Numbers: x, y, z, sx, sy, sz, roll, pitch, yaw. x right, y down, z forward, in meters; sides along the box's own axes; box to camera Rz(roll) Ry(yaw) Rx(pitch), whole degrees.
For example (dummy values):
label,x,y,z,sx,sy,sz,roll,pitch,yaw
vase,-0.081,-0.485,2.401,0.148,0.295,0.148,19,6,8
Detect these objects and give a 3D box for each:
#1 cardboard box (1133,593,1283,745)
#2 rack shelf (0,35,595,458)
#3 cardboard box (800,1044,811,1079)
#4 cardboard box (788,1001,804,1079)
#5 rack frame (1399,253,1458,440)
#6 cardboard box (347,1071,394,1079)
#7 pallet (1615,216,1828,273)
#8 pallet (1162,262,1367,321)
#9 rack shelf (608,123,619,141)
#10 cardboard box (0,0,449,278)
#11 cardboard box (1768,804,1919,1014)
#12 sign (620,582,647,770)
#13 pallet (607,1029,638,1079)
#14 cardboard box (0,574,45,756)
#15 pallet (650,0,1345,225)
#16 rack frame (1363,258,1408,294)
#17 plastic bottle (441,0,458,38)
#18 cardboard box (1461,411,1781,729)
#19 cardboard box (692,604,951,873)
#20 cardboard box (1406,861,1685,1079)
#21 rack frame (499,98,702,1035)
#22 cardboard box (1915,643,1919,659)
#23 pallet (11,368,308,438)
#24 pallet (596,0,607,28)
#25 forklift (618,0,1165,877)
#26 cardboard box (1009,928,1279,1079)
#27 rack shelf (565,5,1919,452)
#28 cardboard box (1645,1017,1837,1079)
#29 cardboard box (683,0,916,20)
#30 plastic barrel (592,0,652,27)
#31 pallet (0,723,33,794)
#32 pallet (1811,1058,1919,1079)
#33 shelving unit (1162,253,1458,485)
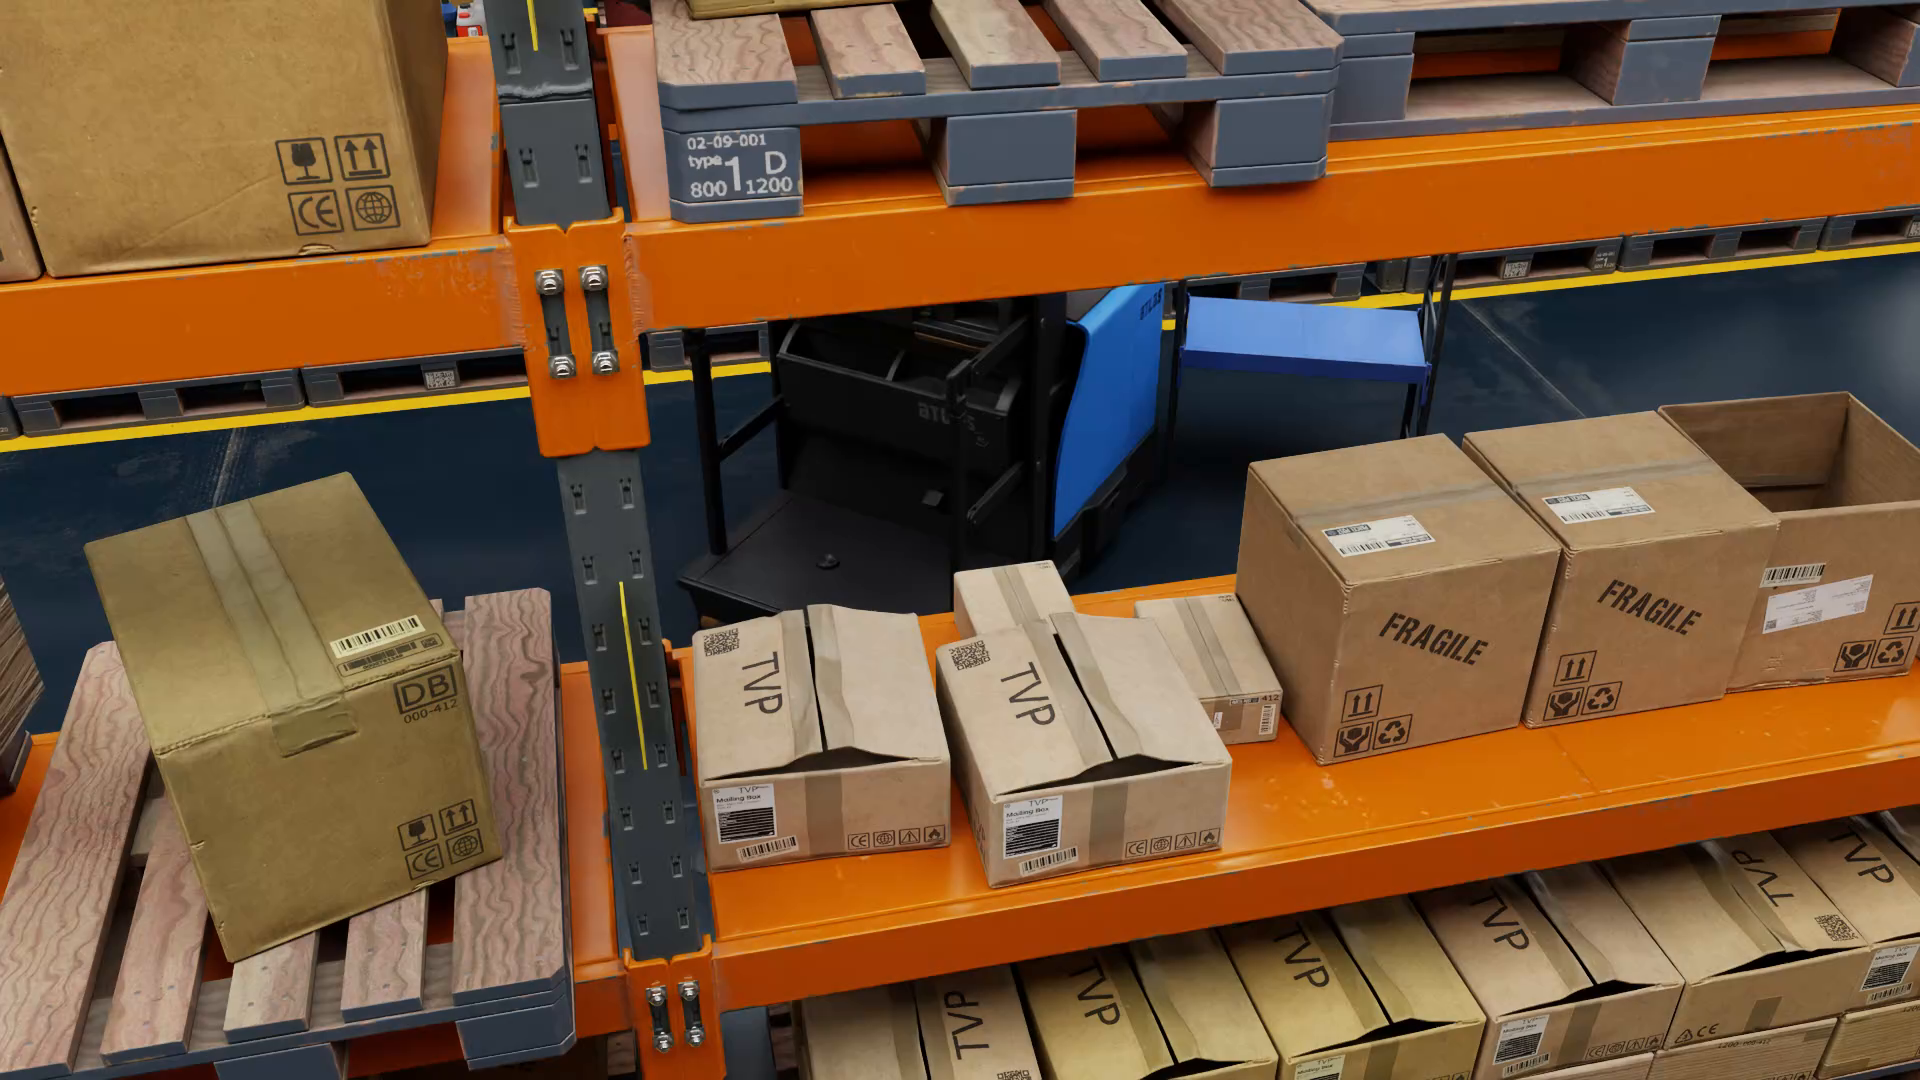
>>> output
label,x,y,z,sx,sy,sz,roll,pitch,yaw
cardboard box,0.562,0.298,3.840,0.250,0.149,0.380,-5,34,-7
rack shelf,-2.620,-0.320,2.489,4.000,0.370,1.077,-7,35,-11
cardboard box,-0.094,1.443,3.998,0.500,0.250,0.500,-7,35,-11
cardboard box,-0.210,1.151,4.434,0.500,0.250,0.500,-6,34,-9
rack frame,1.923,-0.908,6.757,0.032,1.500,0.500,5,34,7
cardboard box,-1.530,1.479,3.703,0.500,0.500,0.500,-6,34,-9
pallet,4.000,-1.857,9.328,1.213,0.211,1.003,-7,35,-11
pallet,1.386,-1.528,8.838,1.213,0.211,1.003,-7,35,-11
rack shelf,0.192,-2.259,8.070,4.000,0.370,1.077,-7,35,-11
cardboard box,-1.087,-0.834,2.520,0.500,0.500,0.910,-7,35,-11
cardboard box,2.394,0.897,4.310,0.500,0.311,0.500,-6,34,-9
sign,-0.540,0.227,2.752,0.005,0.325,0.100,-7,35,-11
pallet,-1.406,1.610,4.162,1.213,0.211,1.003,-7,35,-11
cardboard box,-2.193,0.312,3.126,0.500,0.500,0.700,-1,34,-2
pallet,-0.027,-0.918,2.904,1.003,0.211,1.213,-6,34,-8
rack frame,2.143,-2.804,8.236,0.127,3.000,1.000,-7,35,-11
plastic bottle,-2.371,-2.381,7.722,0.097,0.271,0.097,0,34,0
cardboard box,1.477,0.059,3.880,0.500,0.500,0.500,-7,35,-10
cardboard box,-0.305,0.397,3.547,0.500,0.311,0.500,-5,34,-8
cardboard box,1.416,1.016,4.131,0.500,0.311,0.500,-8,35,-11
rack frame,-0.669,0.381,3.491,0.127,3.000,1.000,-7,35,-11
cardboard box,2.415,0.153,3.951,0.258,0.266,0.396,-8,35,-12
pallet,-3.706,-0.886,7.881,1.213,0.211,1.003,-7,35,-11
pallet,-2.088,-3.941,12.433,1.213,0.211,1.003,-7,35,-11
forklift,-0.316,-0.876,5.425,1.130,2.935,3.031,17,37,23
cardboard box,0.417,1.141,3.945,0.500,0.311,0.500,-8,35,-12
rack shelf,1.281,-0.812,3.222,4.000,0.370,1.077,-7,35,-11
cardboard box,1.899,1.189,4.377,0.500,0.250,0.500,-6,34,-9
cardboard box,-0.239,-1.063,2.708,0.500,0.250,0.500,-10,35,-14
plastic barrel,-1.373,-2.590,7.796,0.708,0.536,0.600,-7,35,-11
pallet,-2.565,0.702,3.184,1.213,0.211,1.003,-7,35,-11
pallet,2.522,1.159,4.834,1.213,0.211,1.003,-7,35,-11
shelving unit,1.420,-0.952,6.822,1.048,1.500,0.538,5,34,7
